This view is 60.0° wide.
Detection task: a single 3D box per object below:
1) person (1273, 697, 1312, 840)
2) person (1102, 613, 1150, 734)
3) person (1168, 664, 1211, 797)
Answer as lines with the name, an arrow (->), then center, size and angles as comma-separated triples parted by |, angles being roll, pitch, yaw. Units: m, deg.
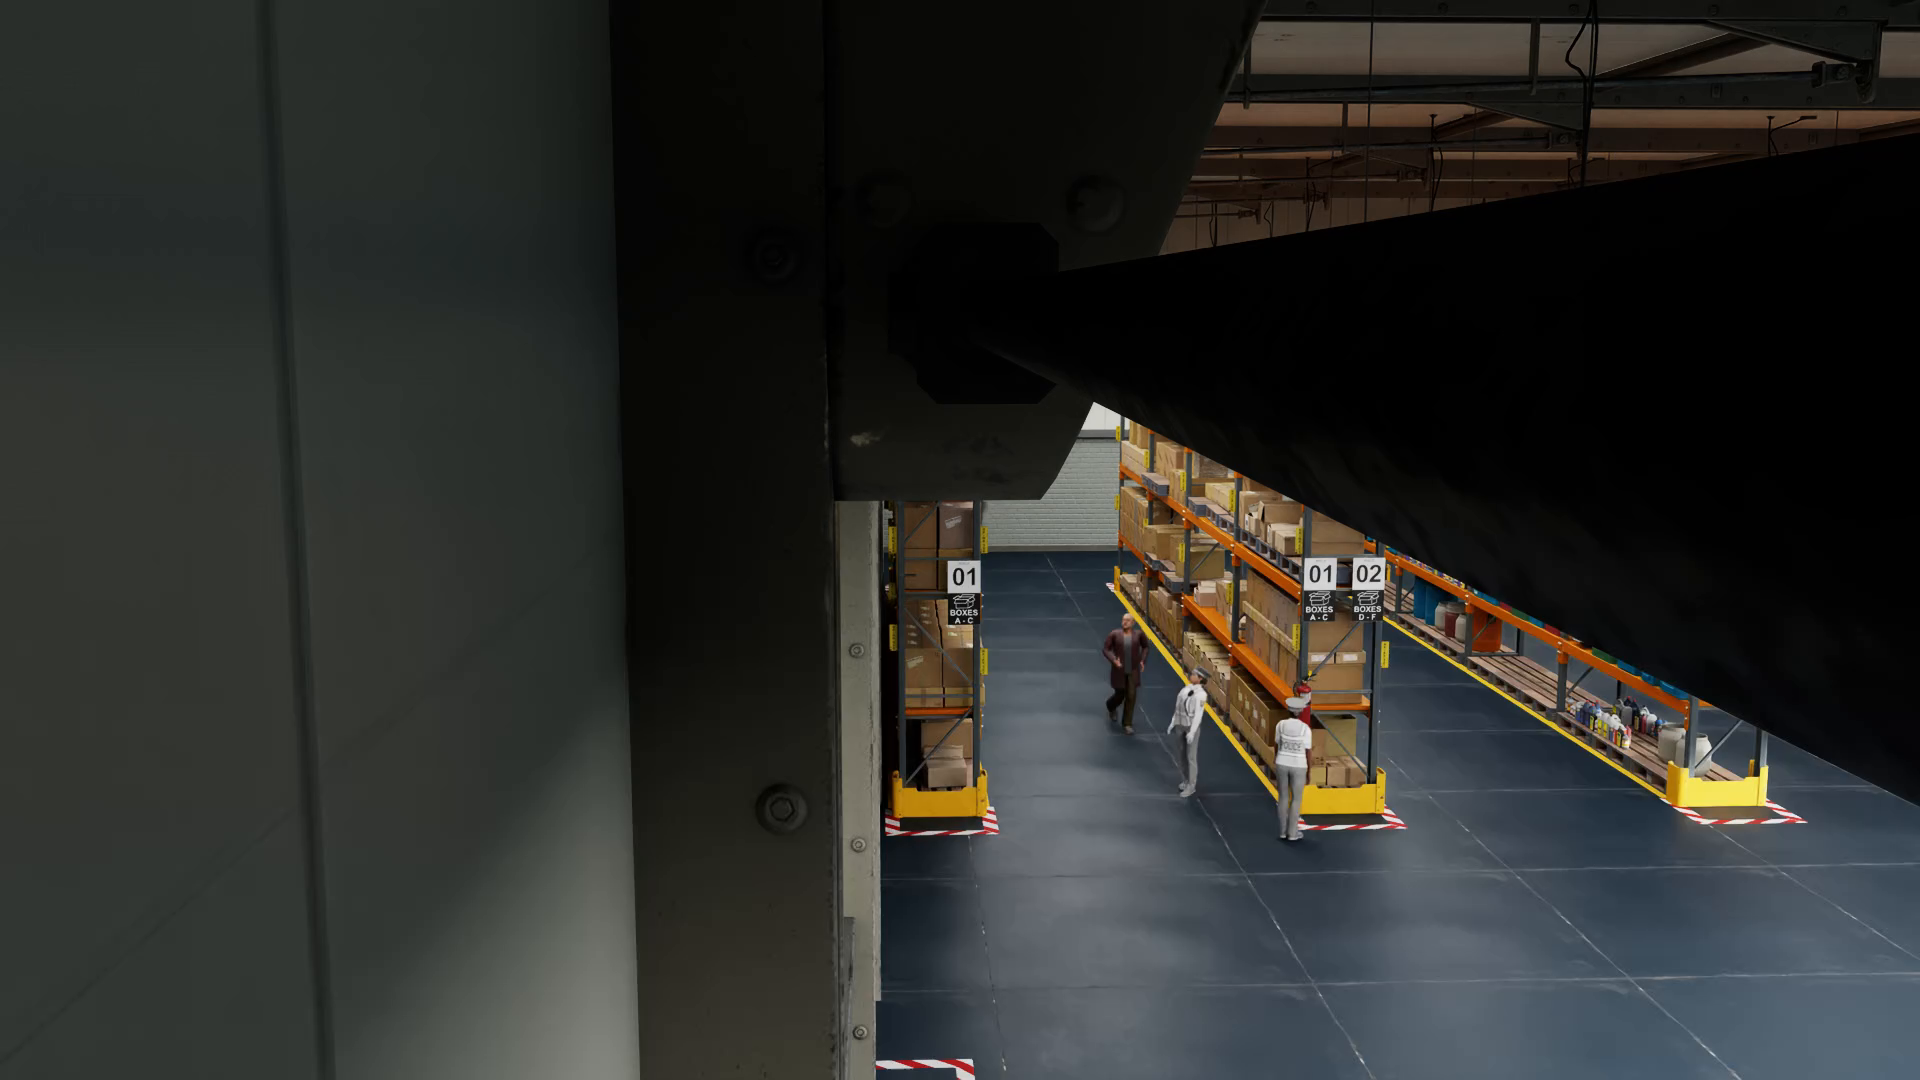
person -> 3.910, 2.692, 19.548 | 0.450, 1.683, 0.349 | 4, 9, 27
person -> 2.456, 1.967, 24.624 | 0.704, 1.671, 0.903 | -2, 8, -14
person -> 2.960, 2.433, 21.496 | 0.549, 1.695, 0.510 | -8, 11, -43
